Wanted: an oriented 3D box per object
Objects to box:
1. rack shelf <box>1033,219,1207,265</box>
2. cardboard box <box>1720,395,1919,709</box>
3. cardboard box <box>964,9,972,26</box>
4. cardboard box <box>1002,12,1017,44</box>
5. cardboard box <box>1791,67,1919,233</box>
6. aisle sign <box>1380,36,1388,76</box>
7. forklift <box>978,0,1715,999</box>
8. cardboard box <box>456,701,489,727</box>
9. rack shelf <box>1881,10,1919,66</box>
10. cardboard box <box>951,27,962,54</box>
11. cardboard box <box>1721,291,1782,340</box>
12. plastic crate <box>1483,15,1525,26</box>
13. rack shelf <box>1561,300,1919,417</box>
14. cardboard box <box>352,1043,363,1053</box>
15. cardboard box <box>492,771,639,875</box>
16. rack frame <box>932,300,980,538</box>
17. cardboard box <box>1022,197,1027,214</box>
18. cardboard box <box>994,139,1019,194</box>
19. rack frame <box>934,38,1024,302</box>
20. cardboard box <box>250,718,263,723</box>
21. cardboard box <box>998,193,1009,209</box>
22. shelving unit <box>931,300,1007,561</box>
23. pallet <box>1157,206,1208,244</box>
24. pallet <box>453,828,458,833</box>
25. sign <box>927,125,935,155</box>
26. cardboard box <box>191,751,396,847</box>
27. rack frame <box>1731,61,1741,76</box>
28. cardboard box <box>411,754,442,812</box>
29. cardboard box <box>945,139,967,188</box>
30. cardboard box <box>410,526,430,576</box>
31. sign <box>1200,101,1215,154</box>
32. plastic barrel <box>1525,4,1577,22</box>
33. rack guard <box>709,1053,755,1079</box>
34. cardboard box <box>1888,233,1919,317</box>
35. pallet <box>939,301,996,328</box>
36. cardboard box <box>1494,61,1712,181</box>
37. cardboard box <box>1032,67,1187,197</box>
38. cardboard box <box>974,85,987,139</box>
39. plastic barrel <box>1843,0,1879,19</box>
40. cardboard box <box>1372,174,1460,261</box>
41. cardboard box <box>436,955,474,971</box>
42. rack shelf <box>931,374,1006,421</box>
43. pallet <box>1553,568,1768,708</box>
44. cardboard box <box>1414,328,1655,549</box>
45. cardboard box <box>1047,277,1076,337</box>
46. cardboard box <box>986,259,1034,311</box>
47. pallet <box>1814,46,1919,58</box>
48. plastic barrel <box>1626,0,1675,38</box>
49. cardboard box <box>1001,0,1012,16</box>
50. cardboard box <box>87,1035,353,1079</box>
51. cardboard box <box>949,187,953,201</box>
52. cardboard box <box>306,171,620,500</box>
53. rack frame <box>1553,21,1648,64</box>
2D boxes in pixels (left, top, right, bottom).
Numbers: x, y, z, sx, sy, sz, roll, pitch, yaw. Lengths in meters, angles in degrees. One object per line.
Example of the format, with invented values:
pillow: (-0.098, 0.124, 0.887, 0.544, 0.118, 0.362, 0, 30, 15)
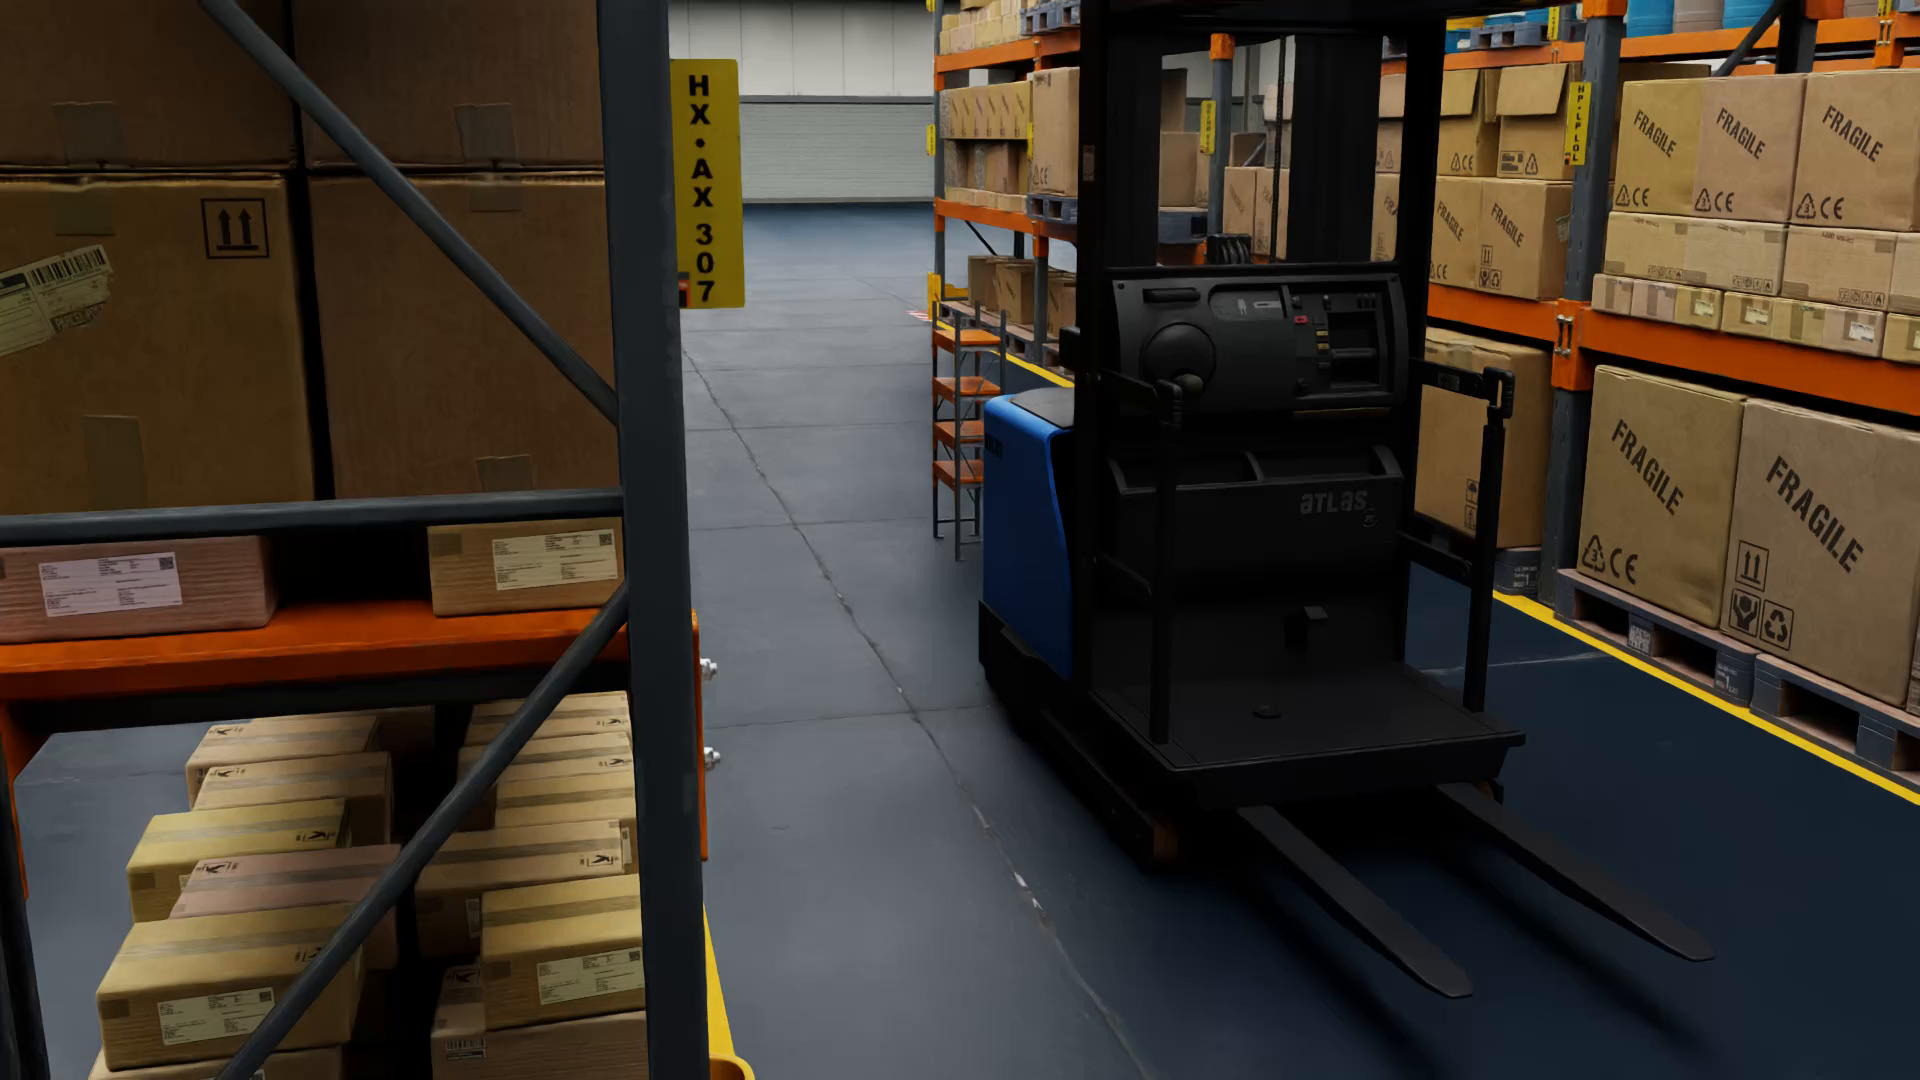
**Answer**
rack shelf: (1.627, -2.234, 12.765, 1.077, 0.370, 4.000, -3, 14, -13)
cardboard box: (3.324, -0.006, 5.725, 0.875, 0.875, 0.875, -3, 14, -13)
cardboard box: (0.251, -5.229, 16.666, 0.380, 0.149, 0.250, -3, 14, -13)
cardboard box: (0.684, -4.640, 15.096, 0.500, 0.250, 0.500, -3, 14, -12)
cardboard box: (3.135, -1.276, 5.440, 0.500, 0.500, 0.500, -4, 14, -15)
aisle sign: (4.730, -5.506, 19.168, 0.394, 0.787, 0.004, -3, 14, -13)
forklift: (0.956, -0.606, 4.731, 1.130, 2.935, 3.031, -4, 14, -15)
cardboard box: (-1.143, 0.374, 4.445, 0.380, 0.149, 0.250, -3, 14, -13)
rack shelf: (7.381, -3.044, 9.762, 1.077, 0.370, 4.000, -3, 14, -13)
cardboard box: (0.207, -5.107, 17.007, 0.500, 0.250, 0.500, -4, 14, -14)
cardboard box: (2.970, -0.808, 5.944, 0.380, 0.149, 0.250, -4, 14, -15)
plastic crate: (5.773, -5.269, 17.389, 0.392, 0.384, 0.575, -3, 14, -13)
rack shelf: (3.506, -0.388, 5.211, 1.077, 0.370, 4.000, -3, 14, -13)
cardboard box: (-1.355, 0.994, 3.158, 0.380, 0.149, 0.250, -3, 14, -11)
cardboard box: (-0.779, 0.607, 3.491, 0.380, 0.149, 0.250, -3, 14, -13)
rack frame: (-0.018, -0.601, 8.359, 0.240, 1.200, 0.015, -3, 14, -13)
cardboard box: (0.771, -3.014, 14.972, 0.380, 0.149, 0.250, -3, 14, -13)
cardboard box: (0.813, -3.572, 15.889, 0.875, 0.500, 0.500, -3, 14, -13)
rack frame: (0.218, -3.967, 18.345, 1.000, 3.000, 0.127, -3, 14, -13)
cardboard box: (-1.663, 0.547, 4.363, 0.380, 0.149, 0.250, -3, 14, -13)
cardboard box: (0.575, -3.247, 15.925, 0.380, 0.149, 0.250, -3, 14, -13)
shelving unit: (0.039, -0.545, 8.128, 0.258, 1.200, 0.503, -3, 14, -13)
pallet: (1.826, -2.187, 11.462, 1.213, 0.211, 1.003, -3, 14, -13)
pallet: (-1.327, 0.844, 4.528, 1.003, 0.211, 1.213, -3, 14, -13)
sign: (-0.310, -4.357, 18.118, 0.100, 0.325, 0.005, -3, 14, -13)
cardboard box: (-1.427, 0.584, 3.586, 0.380, 0.149, 0.250, -4, 14, -15)
rack frame: (9.848, -4.518, 20.602, 1.000, 3.000, 0.127, -3, 14, -13)
cardboard box: (-1.556, 0.690, 4.403, 0.380, 0.149, 0.250, -3, 14, -12)
cardboard box: (0.320, -4.032, 17.772, 0.875, 0.500, 0.500, -3, 14, -13)
cardboard box: (-0.727, -0.050, 2.842, 0.380, 0.149, 0.250, -3, 14, -11)
sign: (1.571, -2.613, 10.530, 0.100, 0.325, 0.005, -3, 14, -13)
plastic barrel: (5.842, -5.461, 16.197, 0.600, 0.901, 0.708, -3, 14, -13)
rack guard: (-0.888, 1.174, 2.569, 1.175, 0.500, 0.348, -3, 14, -13)
cardboard box: (3.239, -0.799, 5.067, 0.500, 0.250, 0.500, -3, 14, -13)
pallet: (0.392, -2.406, 17.829, 1.003, 0.211, 1.213, -3, 14, -13)
cardboard box: (2.878, -1.882, 7.484, 0.797, 0.503, 0.637, -4, 14, -15)
cardboard box: (1.208, -3.349, 13.665, 1.000, 1.000, 1.000, -3, 14, -13)
cardboard box: (0.435, -4.158, 16.181, 0.500, 0.500, 0.500, -3, 14, -13)
plastic barrel: (6.929, -4.300, 12.330, 0.600, 0.901, 0.600, 0, 14, 0)
cardboard box: (2.422, -1.575, 8.342, 0.500, 0.500, 0.500, -3, 14, -14)
cardboard box: (-0.896, 0.760, 3.490, 0.380, 0.149, 0.250, -3, 14, -12)
rack shelf: (0.039, -0.697, 8.091, 0.258, 0.148, 0.480, -3, 14, -13)
pallet: (3.138, 0.336, 6.609, 1.003, 0.211, 1.213, -3, 14, -13)
cardboard box: (2.866, -0.517, 7.816, 1.225, 0.875, 0.875, -3, 14, -13)
cardboard box: (1.102, -2.129, 15.202, 0.500, 0.500, 0.500, -4, 14, -15)
cardboard box: (0.522, -2.676, 17.442, 0.500, 0.500, 0.500, 0, 14, 2)
pallet: (10.279, -5.486, 18.428, 1.003, 0.211, 1.213, -3, 14, -13)
plastic barrel: (6.302, -4.916, 14.852, 0.600, 0.901, 0.708, -3, 14, -13)
cardboard box: (0.593, -4.863, 15.168, 0.380, 0.149, 0.250, -4, 14, -15)
cardboard box: (-1.271, 0.908, 2.887, 0.380, 0.149, 0.250, -4, 14, -15)
cardboard box: (0.093, -3.707, 17.811, 0.380, 0.149, 0.250, -3, 14, -13)
cardboard box: (-0.707, -0.335, 2.640, 0.500, 0.500, 0.500, -3, 14, -11)
rack frame: (5.971, -3.320, 15.698, 1.000, 3.000, 0.127, -3, 14, -13)
